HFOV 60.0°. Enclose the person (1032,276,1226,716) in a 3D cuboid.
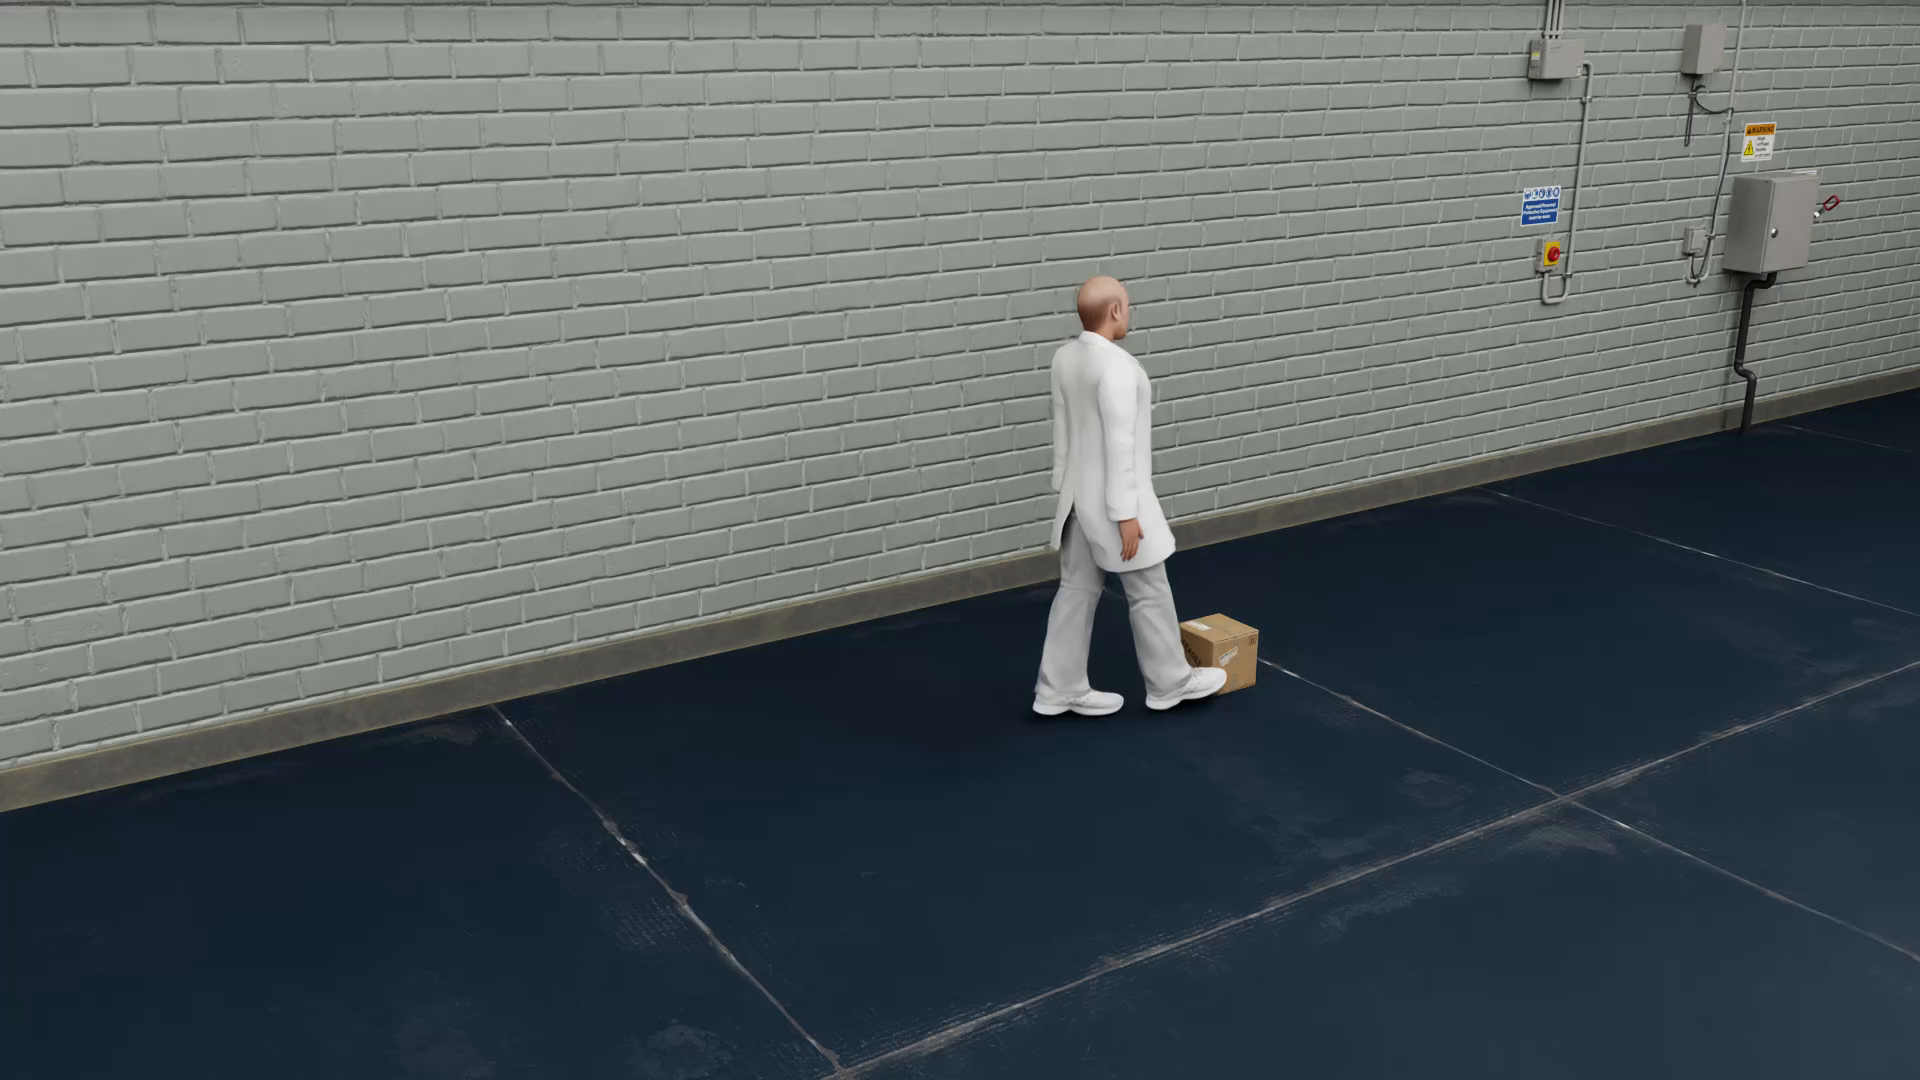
[{"bbox_3d":[0.681,-0.169,6.594,0.818,1.760,0.630,-8,20,-24],"label":"person"}]
